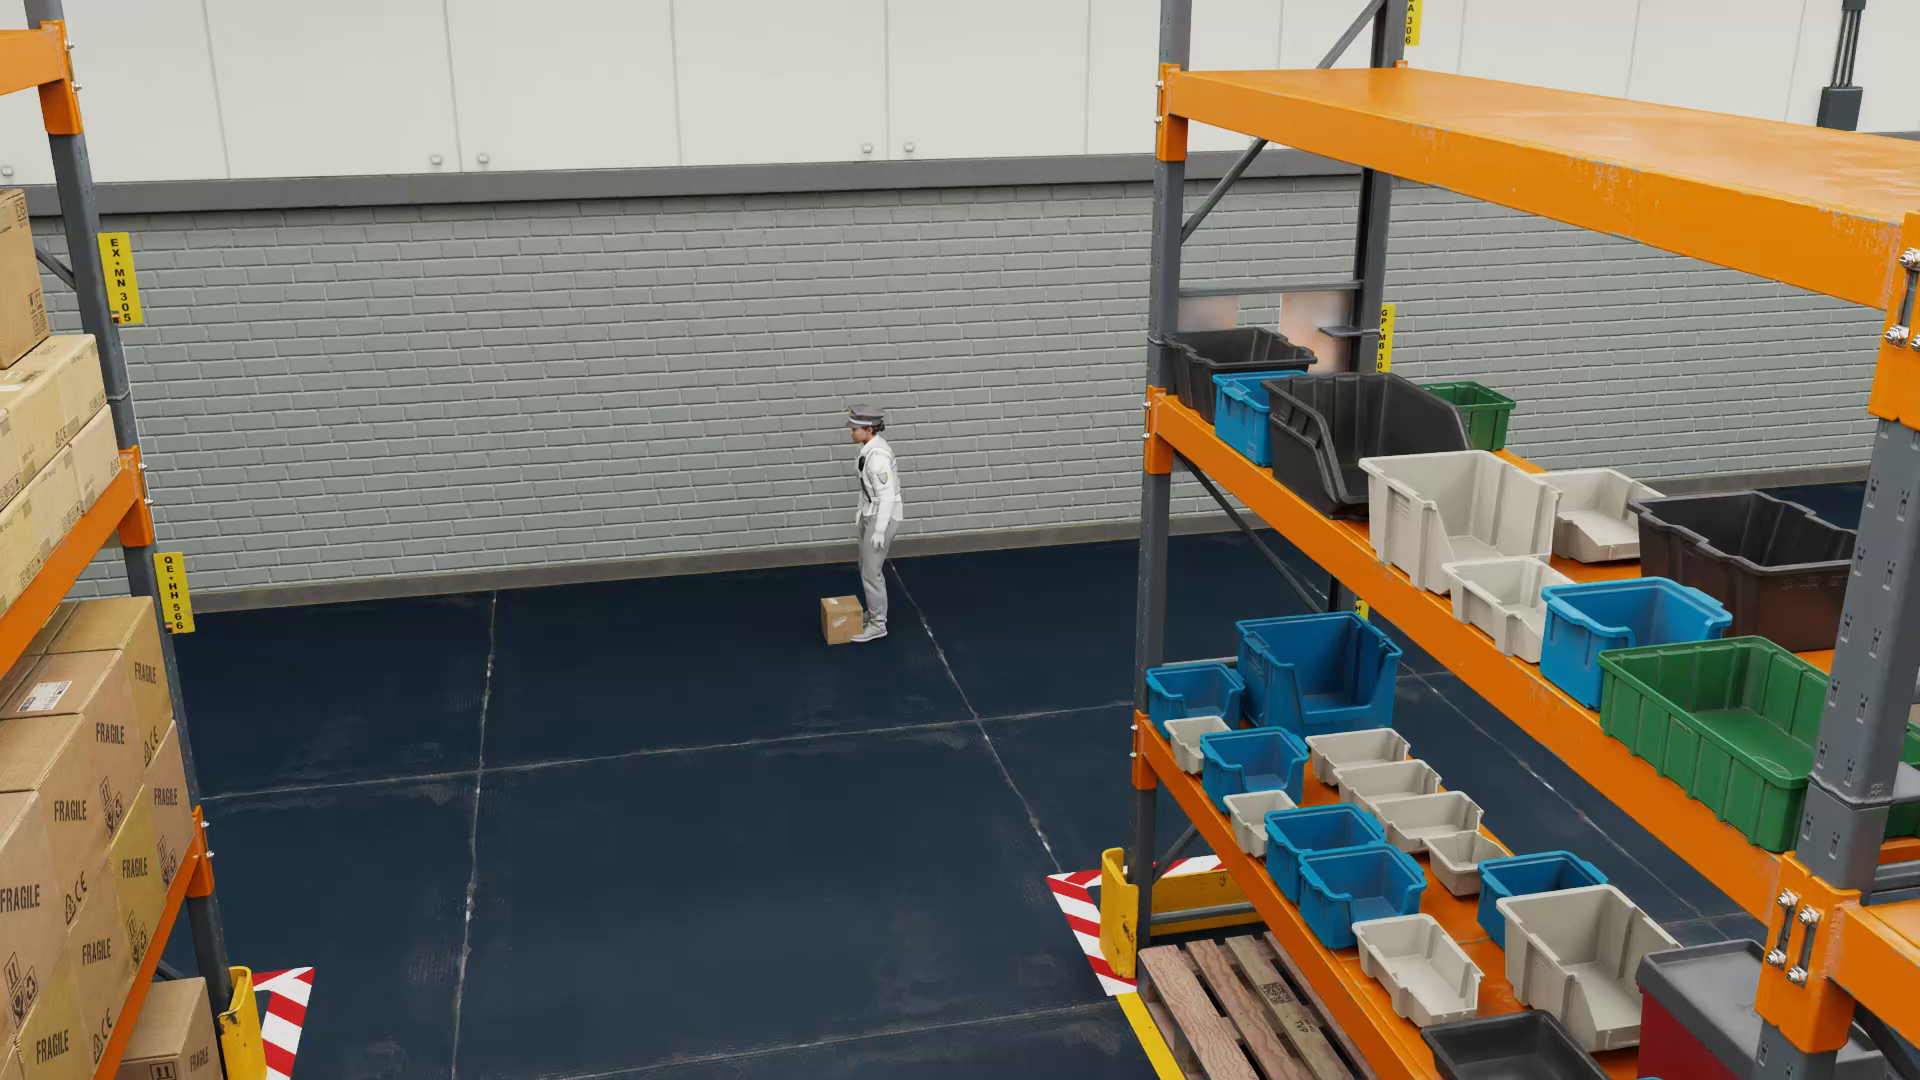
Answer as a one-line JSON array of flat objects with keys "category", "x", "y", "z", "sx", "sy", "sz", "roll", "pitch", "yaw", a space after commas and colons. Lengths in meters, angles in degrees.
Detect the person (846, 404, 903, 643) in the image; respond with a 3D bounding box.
[{"category": "person", "x": -0.608, "y": -0.123, "z": 11.411, "sx": 0.411, "sy": 1.662, "sz": 0.547, "roll": -6, "pitch": 21, "yaw": -15}]
